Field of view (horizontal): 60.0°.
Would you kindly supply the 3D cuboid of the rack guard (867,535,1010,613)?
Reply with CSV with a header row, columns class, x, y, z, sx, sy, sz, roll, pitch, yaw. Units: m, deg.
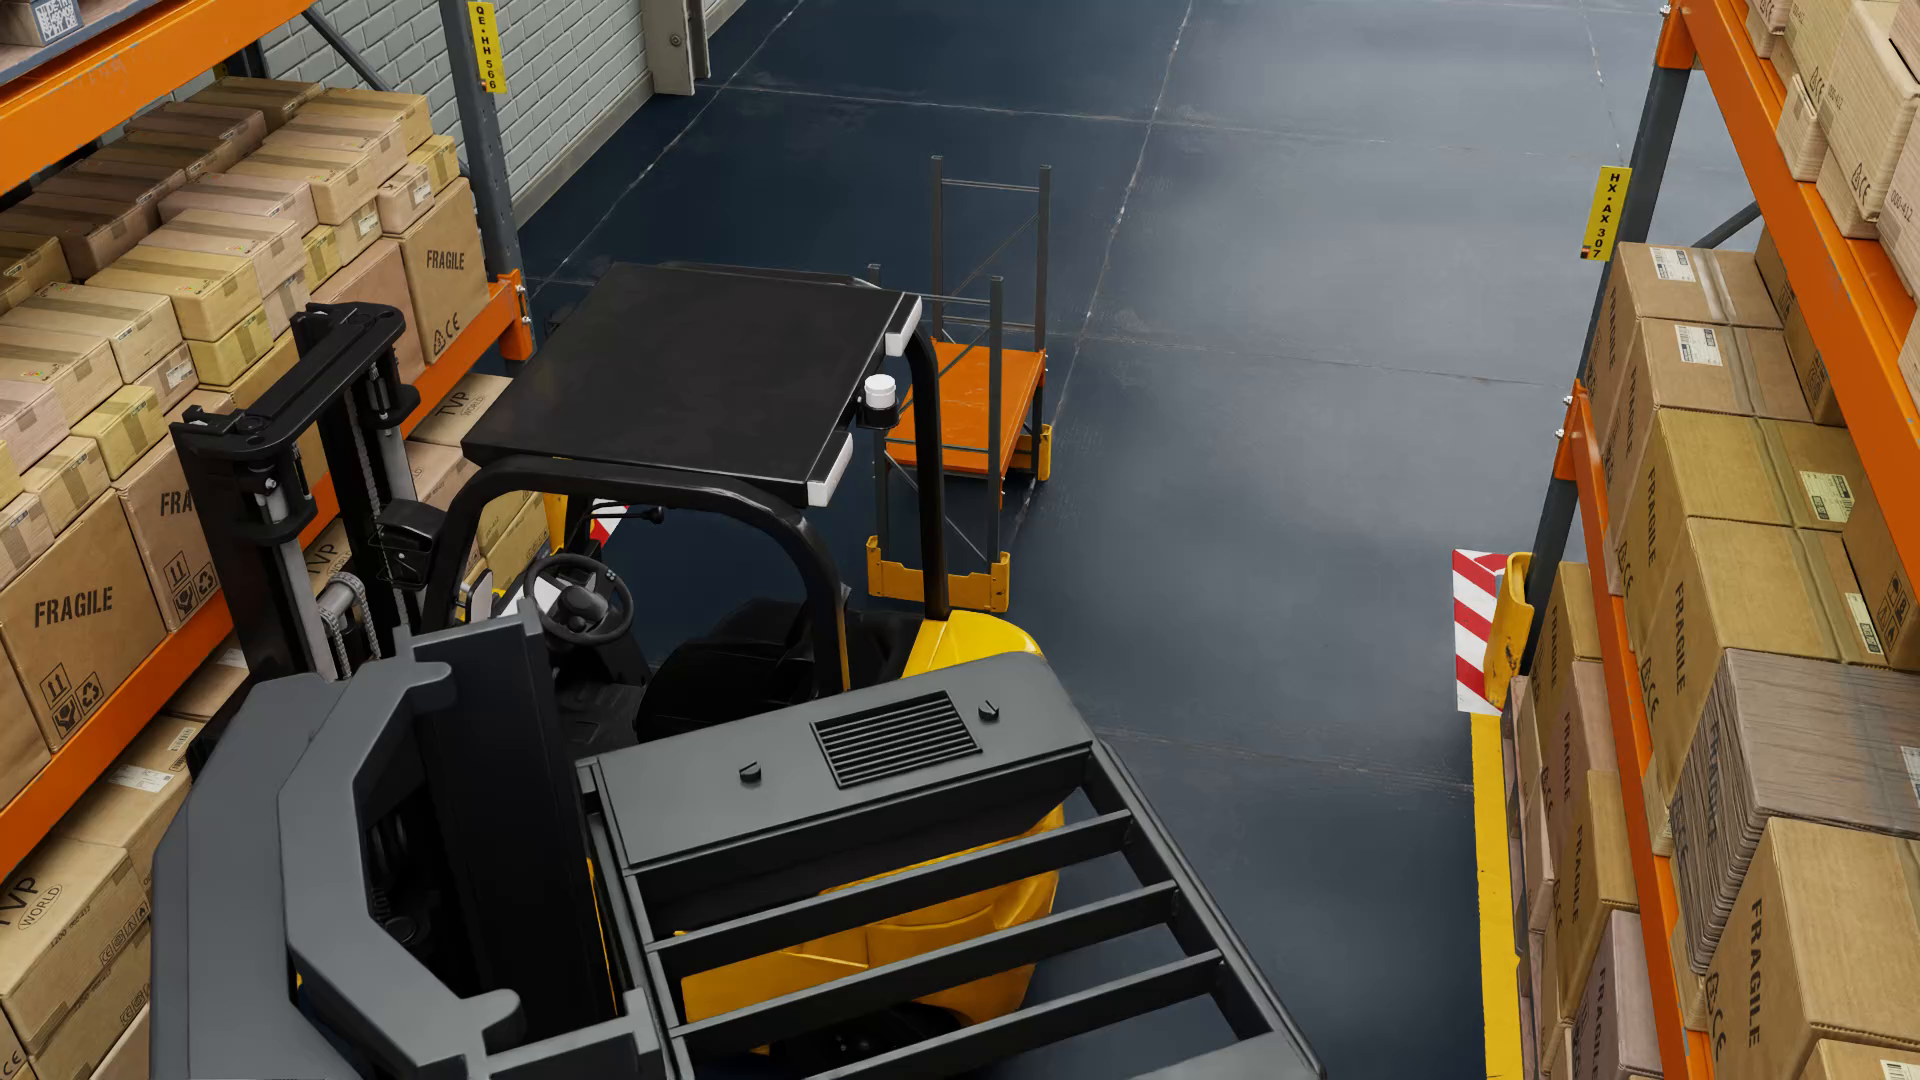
class,x,y,z,sx,sy,sz,roll,pitch,yaw
rack guard,-0.090,0.141,6.843,0.587,0.250,0.087,7,37,10

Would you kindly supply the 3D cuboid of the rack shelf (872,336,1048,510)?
class,x,y,z,sx,sy,sz,roll,pitch,yaw
rack shelf,0.018,-0.511,6.983,0.538,0.185,1.000,7,37,10

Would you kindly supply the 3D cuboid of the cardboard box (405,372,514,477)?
class,x,y,z,sx,sy,sz,roll,pitch,yaw
cardboard box,-2.006,-0.422,6.409,0.500,0.250,0.500,8,37,12

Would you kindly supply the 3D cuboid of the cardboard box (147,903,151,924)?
class,x,y,z,sx,sy,sz,roll,pitch,yaw
cardboard box,-2.437,0.957,4.933,0.500,0.250,0.500,7,37,10

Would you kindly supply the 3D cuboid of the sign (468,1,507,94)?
class,x,y,z,sx,sy,sz,roll,pitch,yaw
sign,-1.685,-1.752,5.923,0.100,0.325,0.005,7,37,10

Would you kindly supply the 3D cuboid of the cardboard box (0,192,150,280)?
class,x,y,z,sx,sy,sz,roll,pitch,yaw
cardboard box,-2.723,-0.928,5.083,0.380,0.149,0.250,8,37,11

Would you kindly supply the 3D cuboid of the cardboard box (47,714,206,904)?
class,x,y,z,sx,sy,sz,roll,pitch,yaw
cardboard box,-2.442,0.752,4.790,0.500,0.250,0.500,9,37,12

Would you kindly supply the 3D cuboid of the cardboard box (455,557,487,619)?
class,x,y,z,sx,sy,sz,roll,pitch,yaw
cardboard box,-2.119,0.273,6.302,0.500,0.250,0.500,7,37,10

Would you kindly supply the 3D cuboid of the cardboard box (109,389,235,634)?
class,x,y,z,sx,sy,sz,roll,pitch,yaw
cardboard box,-2.386,-0.109,4.759,0.500,0.500,0.500,8,37,10

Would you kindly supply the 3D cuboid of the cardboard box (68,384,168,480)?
class,x,y,z,sx,sy,sz,roll,pitch,yaw
cardboard box,-2.392,-0.307,4.479,0.380,0.149,0.250,7,36,9

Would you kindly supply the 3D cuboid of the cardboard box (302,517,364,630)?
class,x,y,z,sx,sy,sz,roll,pitch,yaw
cardboard box,-2.207,0.162,5.603,0.500,0.250,0.500,8,37,11

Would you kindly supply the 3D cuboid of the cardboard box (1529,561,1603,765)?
class,x,y,z,sx,sy,sz,roll,pitch,yaw
cardboard box,2.191,0.438,5.436,0.500,0.500,0.500,6,36,8

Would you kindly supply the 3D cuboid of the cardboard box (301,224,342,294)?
class,x,y,z,sx,sy,sz,roll,pitch,yaw
cardboard box,-2.217,-0.900,5.298,0.380,0.149,0.250,7,37,10

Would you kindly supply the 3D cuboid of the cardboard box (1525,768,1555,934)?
class,x,y,z,sx,sy,sz,roll,pitch,yaw
cardboard box,2.079,1.020,5.272,0.500,0.250,0.500,9,37,12

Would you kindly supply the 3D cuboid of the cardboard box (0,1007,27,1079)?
class,x,y,z,sx,sy,sz,roll,pitch,yaw
cardboard box,-2.656,1.331,3.991,0.500,0.250,0.500,7,36,9

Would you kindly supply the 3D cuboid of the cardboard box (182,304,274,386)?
class,x,y,z,sx,sy,sz,roll,pitch,yaw
cardboard box,-2.262,-0.594,4.875,0.380,0.149,0.250,8,37,10

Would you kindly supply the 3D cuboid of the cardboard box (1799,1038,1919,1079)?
class,x,y,z,sx,sy,sz,roll,pitch,yaw
cardboard box,1.636,1.203,2.695,0.500,0.500,0.500,6,36,9

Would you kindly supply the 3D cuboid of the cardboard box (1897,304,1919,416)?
class,x,y,z,sx,sy,sz,roll,pitch,yaw
cardboard box,1.787,-0.270,2.725,0.380,0.149,0.250,8,37,11

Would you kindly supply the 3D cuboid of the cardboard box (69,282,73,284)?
class,x,y,z,sx,sy,sz,roll,pitch,yaw
cardboard box,-2.882,-0.676,4.989,0.380,0.149,0.250,9,37,12

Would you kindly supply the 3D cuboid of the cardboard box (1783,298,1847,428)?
class,x,y,z,sx,sy,sz,roll,pitch,yaw
cardboard box,2.627,-0.599,4.330,0.700,0.500,0.500,8,37,10

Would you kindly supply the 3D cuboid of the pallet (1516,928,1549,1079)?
class,x,y,z,sx,sy,sz,roll,pitch,yaw
pallet,2.151,1.688,4.741,1.003,0.211,1.213,7,37,10

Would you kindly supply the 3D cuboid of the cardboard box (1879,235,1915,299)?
class,x,y,z,sx,sy,sz,roll,pitch,yaw
cardboard box,1.976,-0.556,3.119,0.380,0.149,0.250,7,37,10

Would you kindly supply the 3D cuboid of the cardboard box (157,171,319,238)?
class,x,y,z,sx,sy,sz,roll,pitch,yaw
cardboard box,-2.260,-1.023,5.214,0.380,0.149,0.250,8,37,10

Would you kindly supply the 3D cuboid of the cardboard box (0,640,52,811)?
class,x,y,z,sx,sy,sz,roll,pitch,yaw
cardboard box,-2.621,0.467,3.964,0.500,0.500,0.500,8,37,11

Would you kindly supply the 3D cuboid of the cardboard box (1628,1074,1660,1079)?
class,x,y,z,sx,sy,sz,roll,pitch,yaw
cardboard box,1.755,1.625,3.798,0.500,0.500,0.500,8,37,11

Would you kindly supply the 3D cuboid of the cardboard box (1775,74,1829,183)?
class,x,y,z,sx,sy,sz,roll,pitch,yaw
cardboard box,1.978,-0.865,3.546,0.380,0.149,0.250,8,37,10

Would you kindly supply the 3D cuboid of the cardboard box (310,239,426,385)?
class,x,y,z,sx,sy,sz,roll,pitch,yaw
cardboard box,-2.180,-0.692,5.564,0.500,0.500,0.500,8,37,11

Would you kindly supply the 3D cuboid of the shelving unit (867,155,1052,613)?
class,x,y,z,sx,sy,sz,roll,pitch,yaw
shelving unit,0.016,-0.651,6.870,0.587,1.500,1.083,7,37,10

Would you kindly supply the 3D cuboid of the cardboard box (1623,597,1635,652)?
class,x,y,z,sx,sy,sz,roll,pitch,yaw
cardboard box,2.066,0.208,4.621,0.380,0.149,0.250,8,37,11

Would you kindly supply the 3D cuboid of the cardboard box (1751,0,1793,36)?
class,x,y,z,sx,sy,sz,roll,pitch,yaw
cardboard box,2.153,-1.375,3.909,0.500,0.250,0.500,7,36,9

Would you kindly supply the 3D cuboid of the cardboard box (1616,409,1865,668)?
class,x,y,z,sx,sy,sz,roll,pitch,yaw
cardboard box,2.051,0.022,4.324,0.500,0.500,0.500,7,36,9

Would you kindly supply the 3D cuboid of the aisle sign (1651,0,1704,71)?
class,x,y,z,sx,sy,sz,roll,pitch,yaw
aisle sign,2.348,-1.770,4.921,0.394,0.787,0.004,7,37,10

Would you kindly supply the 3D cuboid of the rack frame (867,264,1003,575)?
class,x,y,z,sx,sy,sz,roll,pitch,yaw
rack frame,-0.090,-0.365,6.475,0.500,1.500,0.032,7,37,10

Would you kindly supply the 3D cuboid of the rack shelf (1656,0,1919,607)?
class,x,y,z,sx,sy,sz,roll,pitch,yaw
rack shelf,2.211,-0.420,3.330,1.077,0.370,4.000,7,37,10

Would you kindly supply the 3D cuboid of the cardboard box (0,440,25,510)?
class,x,y,z,sx,sy,sz,roll,pitch,yaw
cardboard box,-2.511,-0.134,3.988,0.380,0.149,0.250,7,36,9

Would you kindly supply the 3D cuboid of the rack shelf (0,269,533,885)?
class,x,y,z,sx,sy,sz,roll,pitch,yaw
rack shelf,-2.639,0.175,5.066,1.077,0.370,4.000,7,37,10

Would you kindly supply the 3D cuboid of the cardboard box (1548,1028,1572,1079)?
class,x,y,z,sx,sy,sz,roll,pitch,yaw
cardboard box,1.864,1.623,4.439,0.500,0.250,0.500,8,37,11

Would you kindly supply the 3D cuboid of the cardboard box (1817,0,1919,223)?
class,x,y,z,sx,sy,sz,roll,pitch,yaw
cardboard box,1.938,-0.784,3.095,0.500,0.250,0.500,8,37,11

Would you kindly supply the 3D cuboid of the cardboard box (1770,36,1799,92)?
class,x,y,z,sx,sy,sz,roll,pitch,yaw
cardboard box,2.162,-1.152,3.941,0.380,0.149,0.250,7,37,10

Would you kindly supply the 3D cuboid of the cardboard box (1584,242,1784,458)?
class,x,y,z,sx,sy,sz,roll,pitch,yaw
cardboard box,2.266,-0.567,5.138,0.500,0.500,0.500,7,36,9

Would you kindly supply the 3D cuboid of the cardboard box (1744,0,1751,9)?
class,x,y,z,sx,sy,sz,roll,pitch,yaw
cardboard box,2.281,-1.445,4.345,0.380,0.149,0.250,6,36,8

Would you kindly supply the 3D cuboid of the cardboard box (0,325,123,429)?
class,x,y,z,sx,sy,sz,roll,pitch,yaw
cardboard box,-2.475,-0.433,4.399,0.380,0.149,0.250,7,37,10

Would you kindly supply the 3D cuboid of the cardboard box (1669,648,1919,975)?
class,x,y,z,sx,sy,sz,roll,pitch,yaw
cardboard box,1.845,0.609,3.515,0.500,0.500,0.500,8,37,11

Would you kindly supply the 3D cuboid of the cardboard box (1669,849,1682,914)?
class,x,y,z,sx,sy,sz,roll,pitch,yaw
cardboard box,1.852,0.804,3.799,0.380,0.149,0.250,7,36,9

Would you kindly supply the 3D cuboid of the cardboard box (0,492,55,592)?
class,x,y,z,sx,sy,sz,roll,pitch,yaw
cardboard box,-2.476,-0.007,4.065,0.380,0.149,0.250,7,37,9

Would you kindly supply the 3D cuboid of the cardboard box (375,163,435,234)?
class,x,y,z,sx,sy,sz,roll,pitch,yaw
cardboard box,-2.038,-1.182,5.687,0.380,0.149,0.250,8,37,11

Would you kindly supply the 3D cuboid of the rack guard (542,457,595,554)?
class,x,y,z,sx,sy,sz,roll,pitch,yaw
rack guard,-2.207,-0.265,7.189,1.175,0.500,0.348,7,37,10

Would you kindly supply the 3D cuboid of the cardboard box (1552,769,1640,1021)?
class,x,y,z,sx,sy,sz,roll,pitch,yaw
cardboard box,1.968,1.025,4.626,0.500,0.500,0.500,8,37,11

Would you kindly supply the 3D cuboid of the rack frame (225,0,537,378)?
class,x,y,z,sx,sy,sz,roll,pitch,yaw
rack frame,-2.212,-1.263,6.437,1.000,3.000,0.127,7,37,10

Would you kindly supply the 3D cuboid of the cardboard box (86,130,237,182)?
class,x,y,z,sx,sy,sz,roll,pitch,yaw
cardboard box,-2.624,-1.222,5.488,0.380,0.149,0.250,8,37,11

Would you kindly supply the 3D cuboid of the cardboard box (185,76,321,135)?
class,x,y,z,sx,sy,sz,roll,pitch,yaw
cardboard box,-2.492,-1.521,5.901,0.380,0.149,0.250,7,36,9

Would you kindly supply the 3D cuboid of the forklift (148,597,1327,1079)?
class,x,y,z,sx,sy,sz,roll,pitch,yaw
forklift,-0.110,1.397,2.825,3.031,2.935,1.130,-13,38,-17

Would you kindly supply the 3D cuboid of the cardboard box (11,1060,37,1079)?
class,x,y,z,sx,sy,sz,roll,pitch,yaw
cardboard box,-2.661,1.532,4.139,0.500,0.250,0.500,7,37,10

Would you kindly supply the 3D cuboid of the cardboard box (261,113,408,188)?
class,x,y,z,sx,sy,sz,roll,pitch,yaw
cardboard box,-2.105,-1.310,5.609,0.380,0.149,0.250,7,37,10

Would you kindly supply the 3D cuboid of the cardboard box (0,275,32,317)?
class,x,y,z,sx,sy,sz,roll,pitch,yaw
cardboard box,-2.851,-0.638,4.682,0.380,0.149,0.250,7,37,10

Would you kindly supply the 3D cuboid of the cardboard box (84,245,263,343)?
class,x,y,z,sx,sy,sz,roll,pitch,yaw
cardboard box,-2.257,-0.711,4.783,0.380,0.149,0.250,8,37,11

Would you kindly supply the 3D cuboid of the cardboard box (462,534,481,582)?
class,x,y,z,sx,sy,sz,roll,pitch,yaw
cardboard box,-2.128,0.082,6.140,0.500,0.250,0.500,7,37,10

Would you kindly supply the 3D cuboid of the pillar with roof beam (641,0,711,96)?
class,x,y,z,sx,sy,sz,roll,pitch,yaw
pillar with roof beam,2.246,-6.306,8.283,9.100,9.000,0.400,7,37,10
